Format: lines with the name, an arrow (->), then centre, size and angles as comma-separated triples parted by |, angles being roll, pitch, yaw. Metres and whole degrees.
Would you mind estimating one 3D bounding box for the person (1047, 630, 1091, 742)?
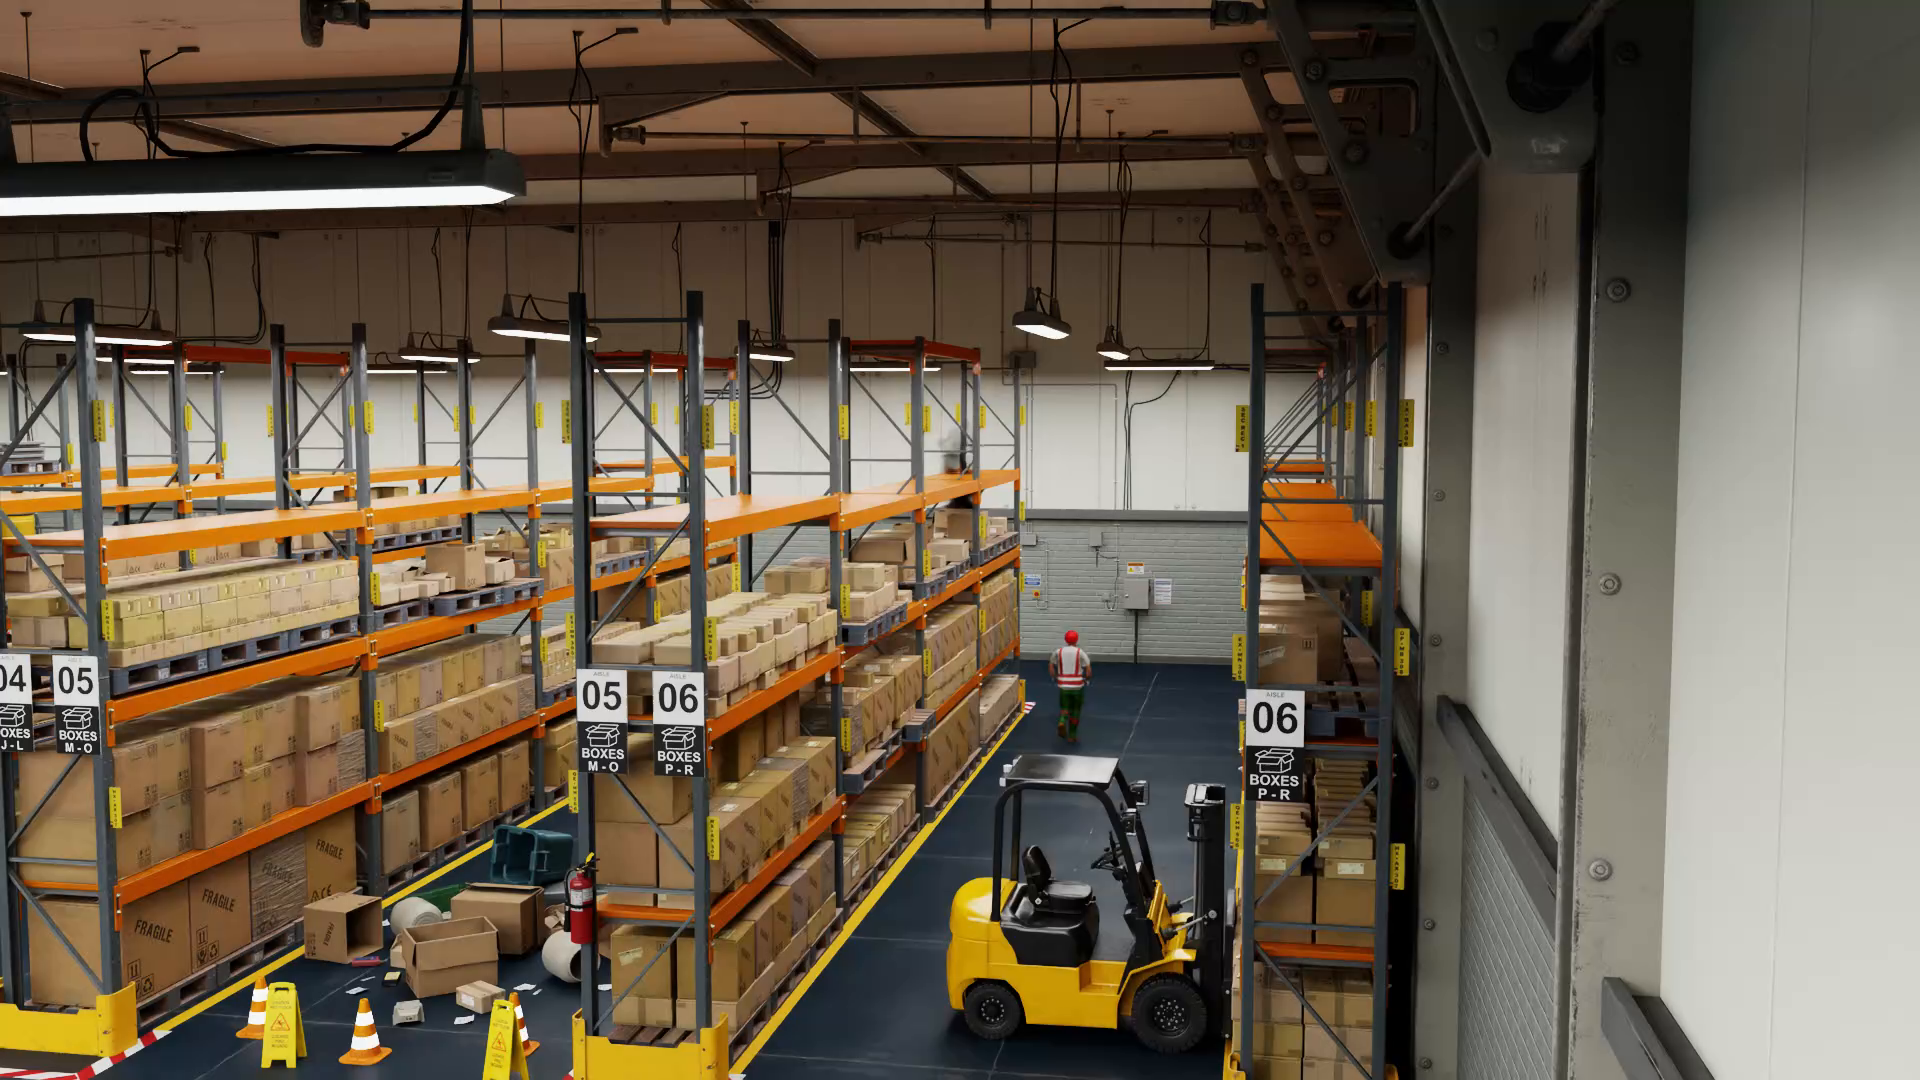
person -> 1.676, 2.253, 25.447 | 0.682, 1.749, 0.687 | 1, 5, 13
